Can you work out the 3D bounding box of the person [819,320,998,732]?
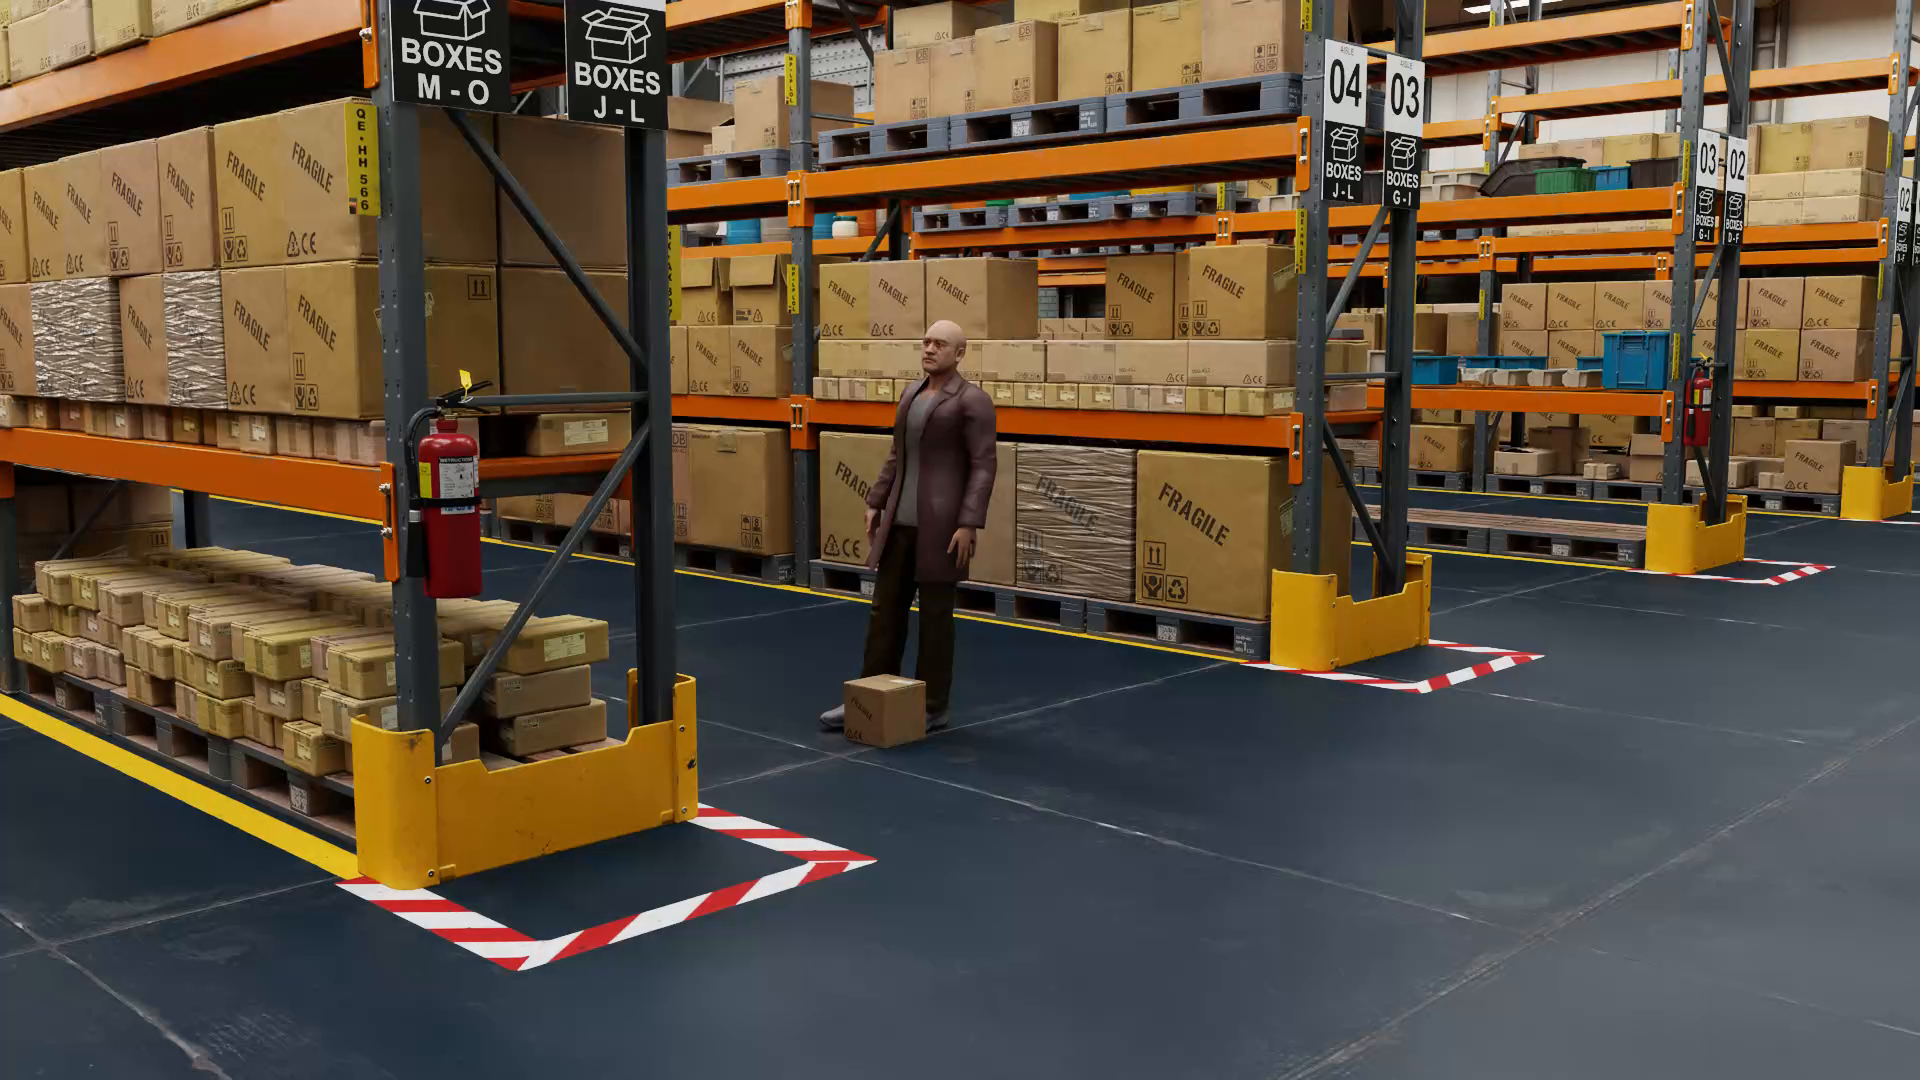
[{"bbox_3d":[-0.207,-0.053,7.182,0.696,1.778,0.579,7,10,43],"label":"person"}]
